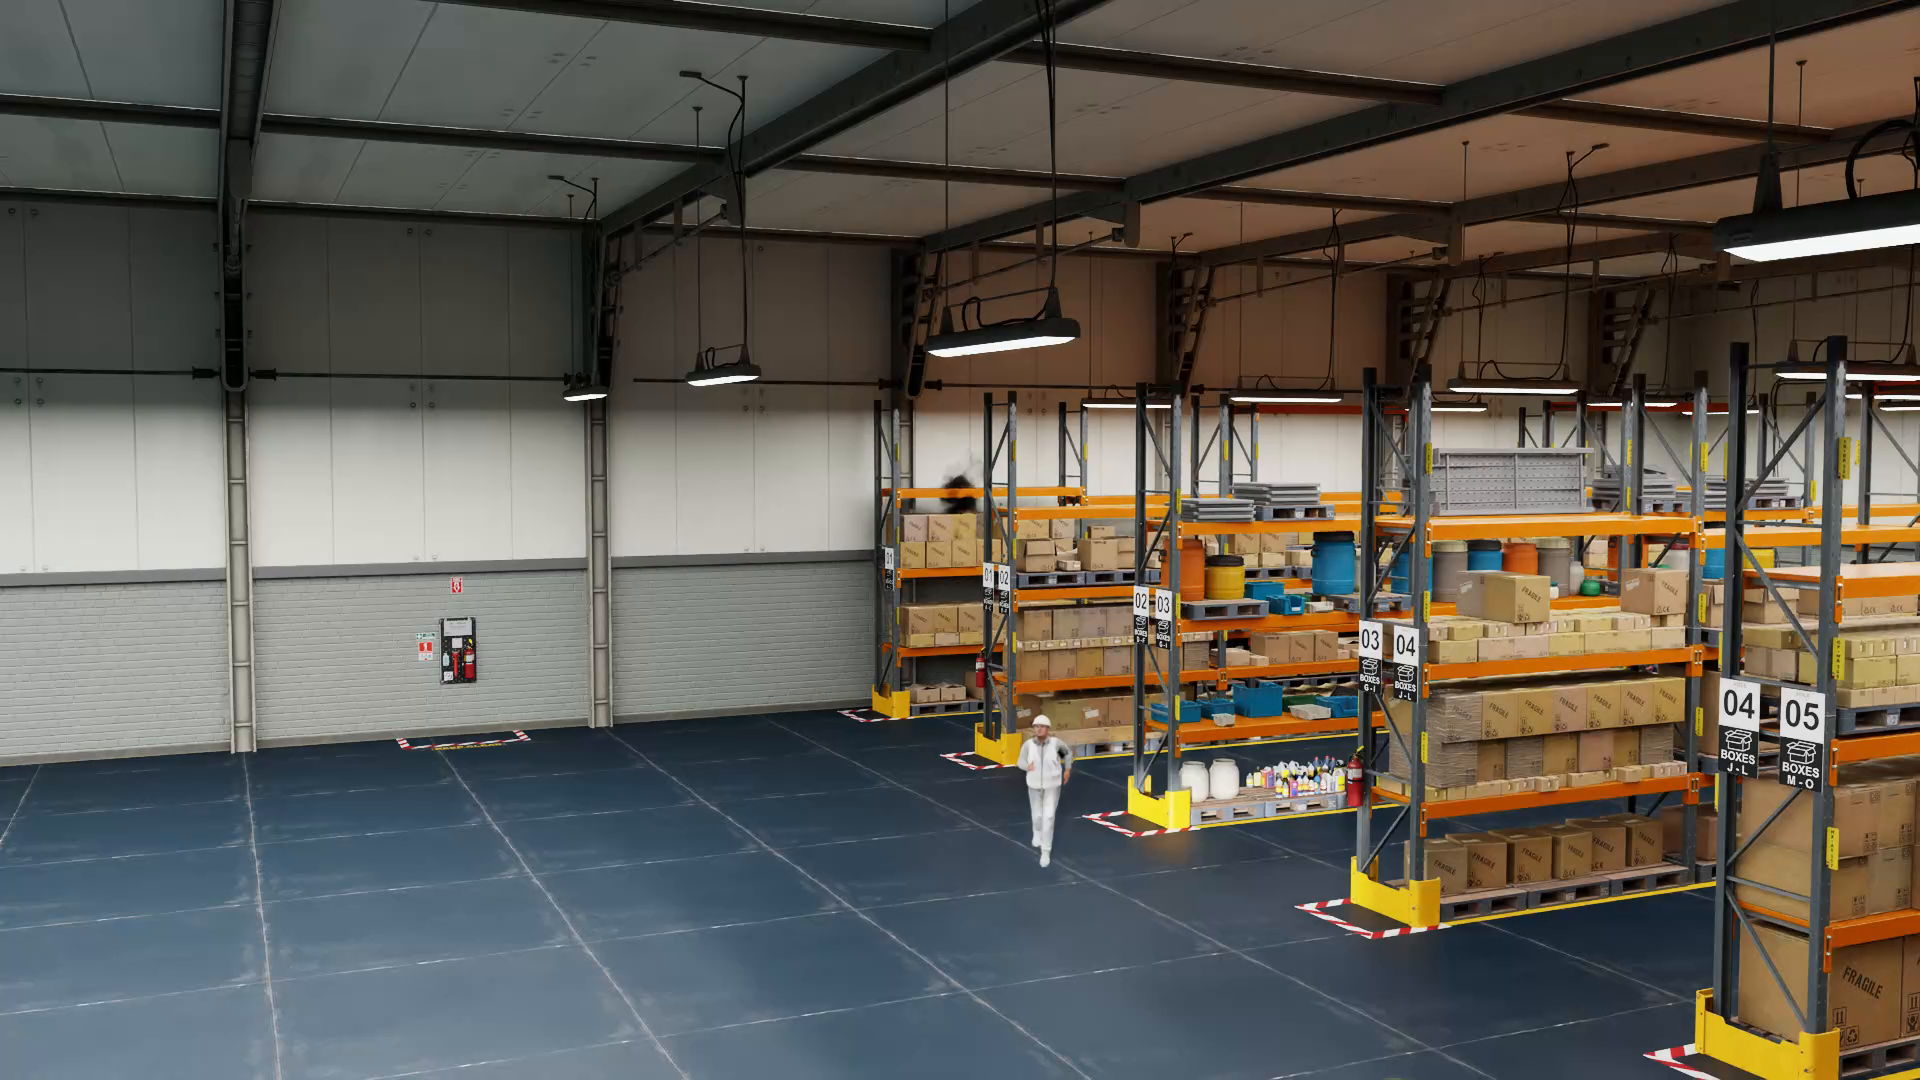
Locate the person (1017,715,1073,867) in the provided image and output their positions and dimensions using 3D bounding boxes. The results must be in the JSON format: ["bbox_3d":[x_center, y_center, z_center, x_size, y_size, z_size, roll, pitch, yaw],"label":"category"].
[{"bbox_3d":[1.054,3.071,20.732,0.664,1.812,0.939,1,3,13],"label":"person"}]
